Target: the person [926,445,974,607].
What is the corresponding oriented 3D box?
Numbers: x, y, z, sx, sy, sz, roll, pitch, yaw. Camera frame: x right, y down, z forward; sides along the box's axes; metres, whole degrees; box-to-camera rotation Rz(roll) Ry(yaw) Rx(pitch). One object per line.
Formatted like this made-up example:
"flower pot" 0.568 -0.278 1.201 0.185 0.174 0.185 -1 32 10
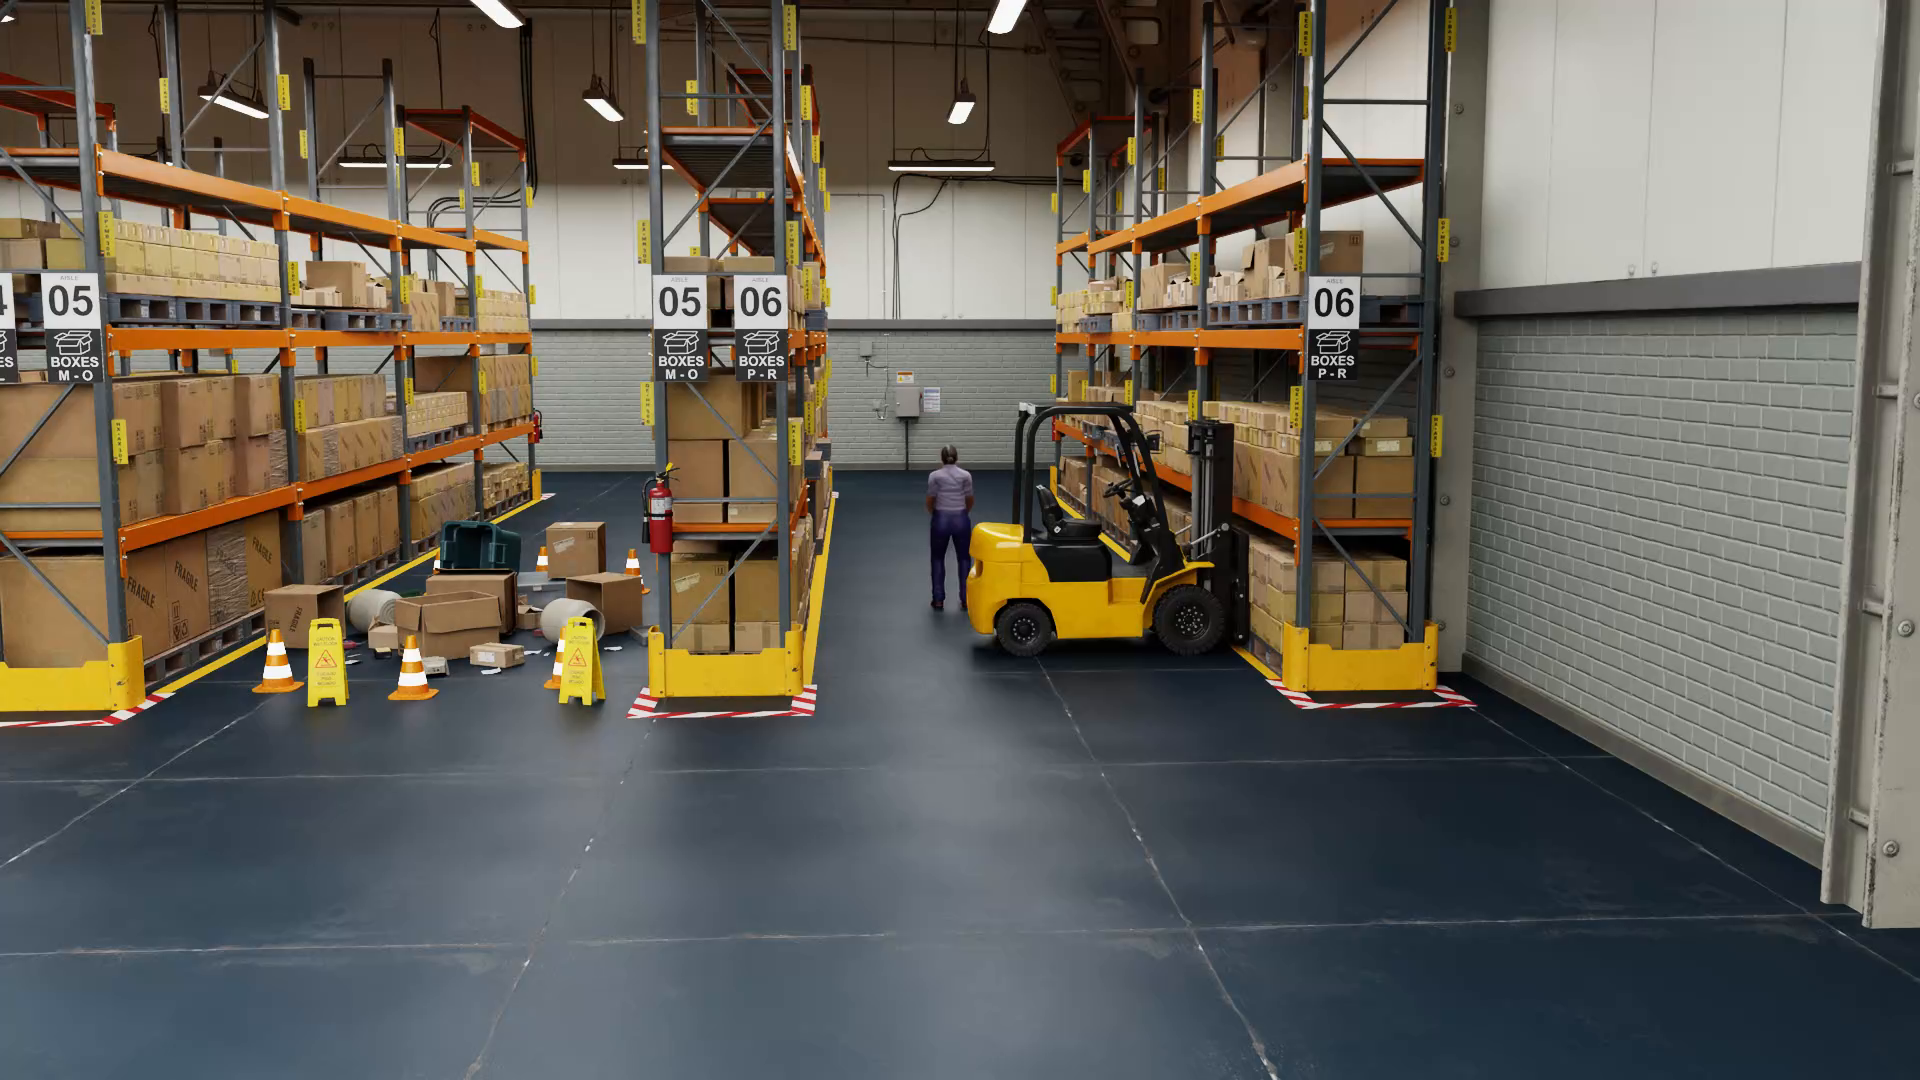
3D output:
"person" -0.101 -0.145 16.957 0.498 1.656 0.450 -1 7 -4
